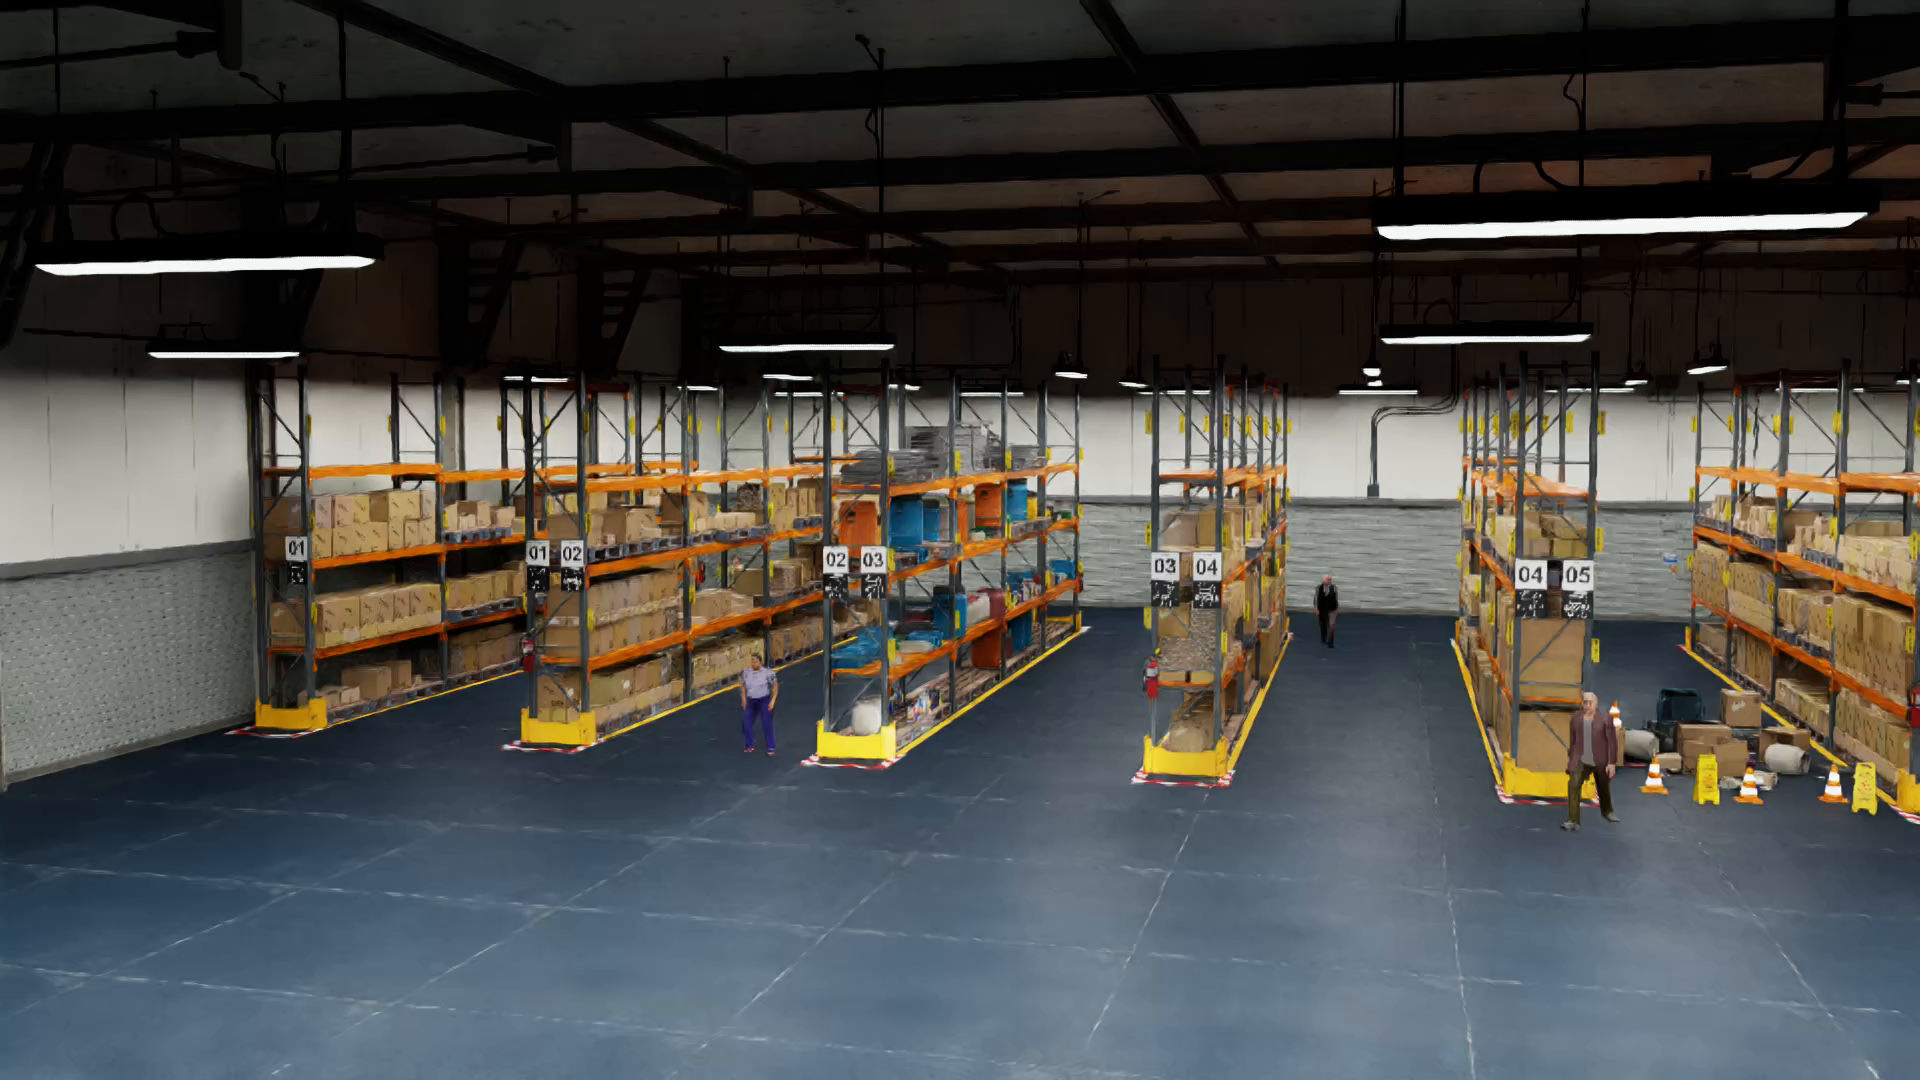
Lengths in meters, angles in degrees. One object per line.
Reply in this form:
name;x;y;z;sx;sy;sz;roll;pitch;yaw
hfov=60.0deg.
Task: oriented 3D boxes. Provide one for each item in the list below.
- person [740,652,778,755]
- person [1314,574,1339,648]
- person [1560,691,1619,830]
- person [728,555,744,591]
person;-3.047;2.475;25.219;0.625;1.596;0.517;1;4;12
person;8.276;1.577;37.606;0.543;1.647;1.115;1;4;16
person;7.842;2.721;20.639;0.630;1.723;1.046;3;5;34
person;-5.832;1.190;43.378;0.585;1.637;0.691;0;4;-6
